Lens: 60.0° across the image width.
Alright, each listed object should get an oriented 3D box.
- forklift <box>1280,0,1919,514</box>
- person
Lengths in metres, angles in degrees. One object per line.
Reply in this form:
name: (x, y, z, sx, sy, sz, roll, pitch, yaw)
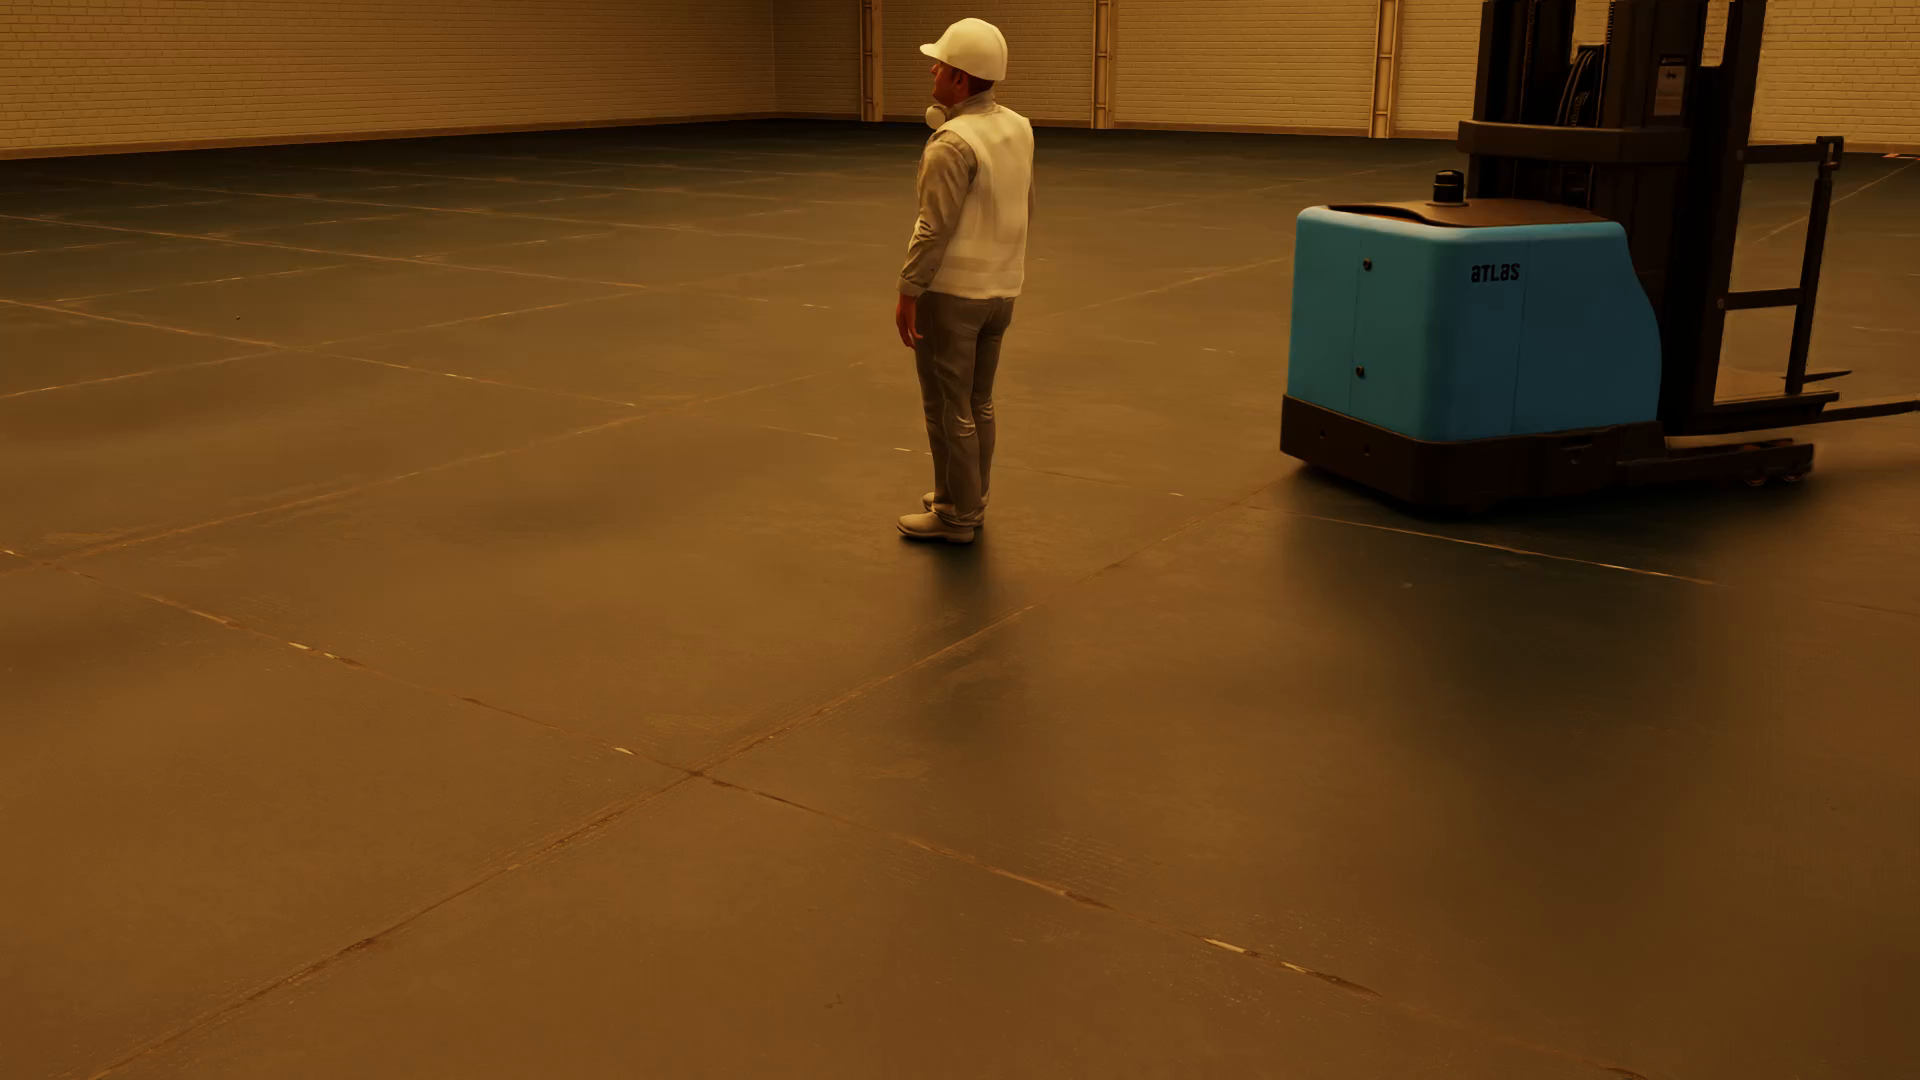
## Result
forklift: (2.906, -1.750, 6.686, 3.031, 2.935, 1.130, -7, 18, -21)
person: (-0.046, -0.869, 5.733, 0.568, 1.773, 0.632, 11, 20, 33)
